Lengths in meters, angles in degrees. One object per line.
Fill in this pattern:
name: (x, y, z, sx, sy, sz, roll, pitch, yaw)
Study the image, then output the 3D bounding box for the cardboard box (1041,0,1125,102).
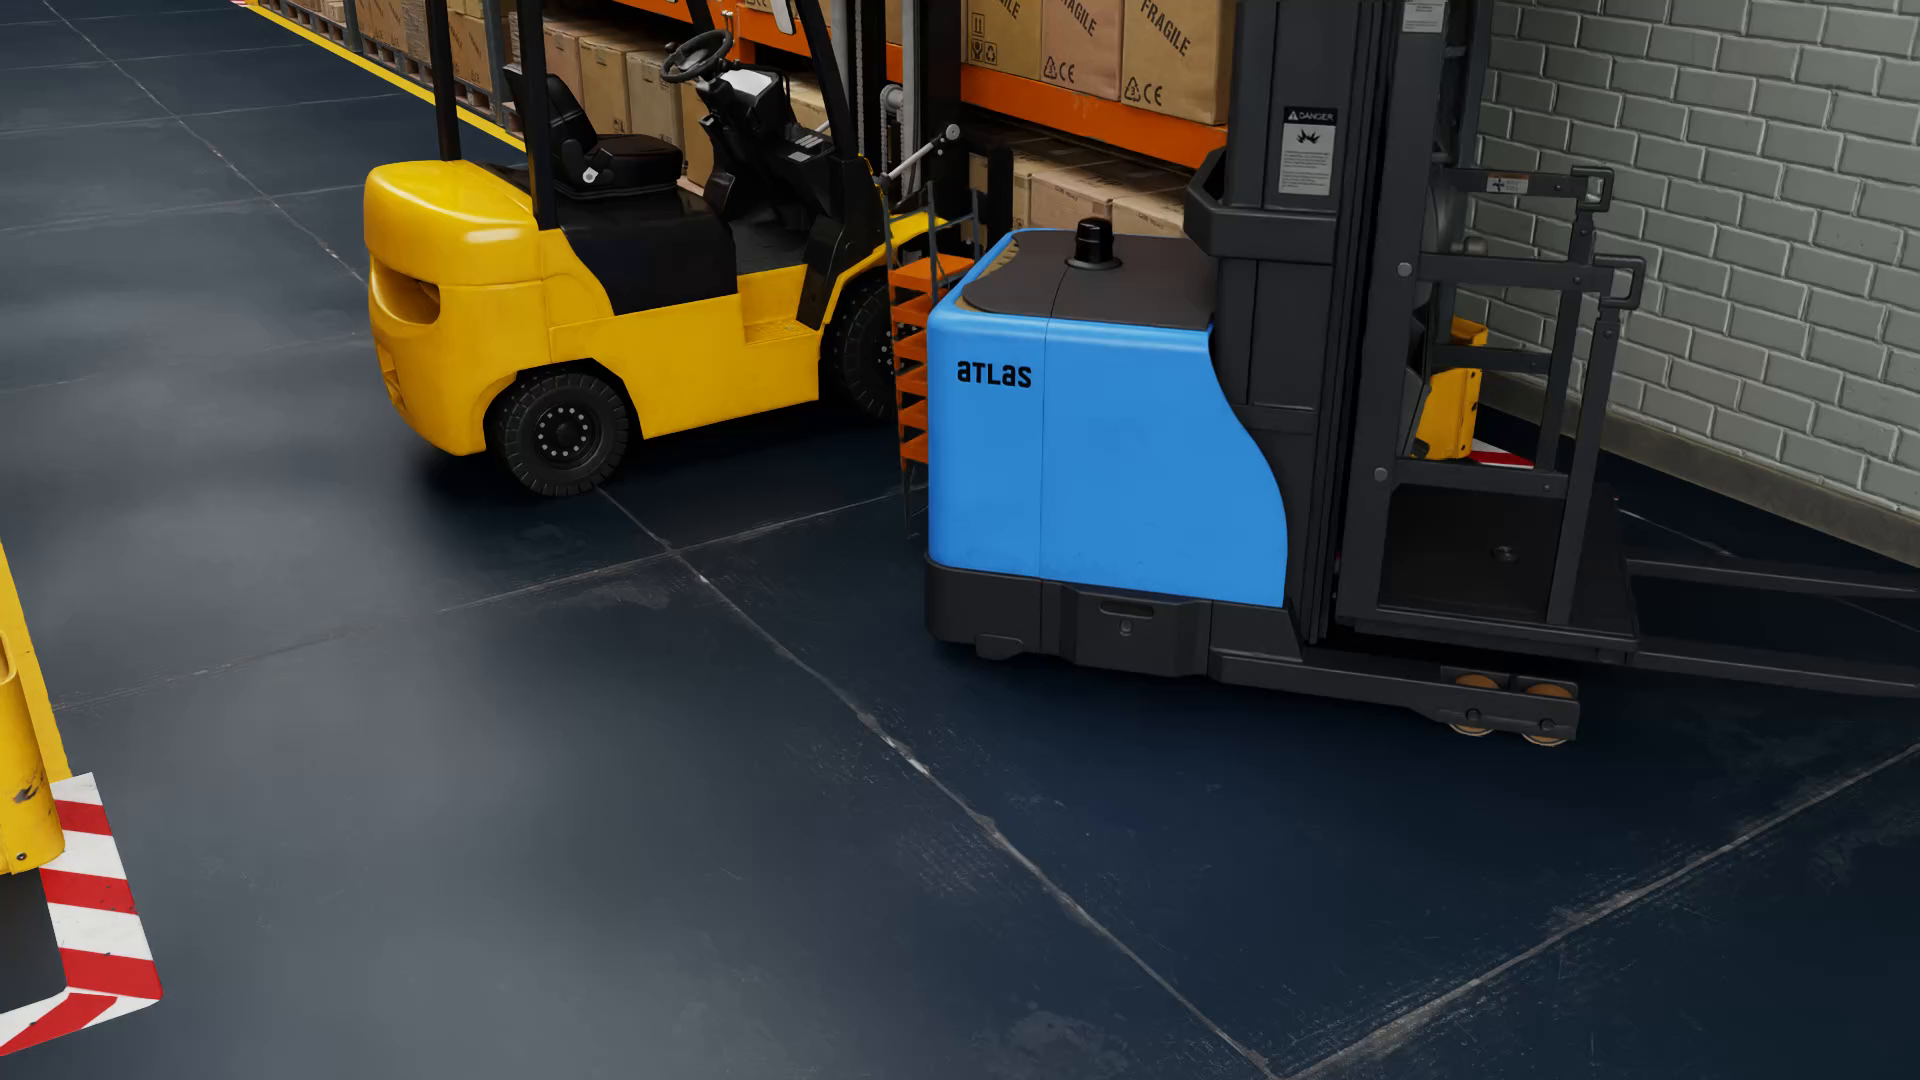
cardboard box: (0.656, -1.978, 6.310, 0.500, 0.500, 0.500, -15, 29, -28)

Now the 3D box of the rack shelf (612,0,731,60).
rack shelf: (-1.855, -3.451, 10.390, 1.077, 0.370, 4.000, -16, 29, -30)

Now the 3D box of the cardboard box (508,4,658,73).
cardboard box: (-2.618, -3.382, 11.690, 0.875, 0.625, 0.625, -15, 29, -28)

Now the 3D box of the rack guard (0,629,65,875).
rack guard: (-2.778, 0.631, 3.828, 1.175, 0.500, 0.348, -16, 29, -30)

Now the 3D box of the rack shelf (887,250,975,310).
rack shelf: (-0.082, -0.842, 5.372, 0.180, 0.103, 0.258, 17, 33, 35)

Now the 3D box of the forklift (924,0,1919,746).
forklift: (1.469, -1.014, 4.464, 3.031, 2.935, 1.130, 7, 26, 14)

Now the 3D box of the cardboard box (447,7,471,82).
cardboard box: (-3.623, -3.834, 12.794, 0.500, 0.500, 0.500, -16, 30, -30)

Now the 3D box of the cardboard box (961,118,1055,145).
cardboard box: (0.070, -1.664, 7.318, 0.500, 0.250, 0.500, -16, 30, -31)

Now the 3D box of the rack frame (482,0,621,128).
rack frame: (-2.947, -4.492, 11.752, 1.000, 3.000, 0.127, -16, 29, -30)

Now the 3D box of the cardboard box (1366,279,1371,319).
cardboard box: (1.337, -1.020, 6.540, 0.500, 0.250, 0.500, -15, 29, -29)

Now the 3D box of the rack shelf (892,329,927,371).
rack shelf: (-0.070, -0.627, 5.478, 0.180, 0.103, 0.258, 17, 33, 35)

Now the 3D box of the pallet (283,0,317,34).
pallet: (-6.175, -5.344, 16.824, 1.003, 0.211, 1.213, -16, 29, -30)

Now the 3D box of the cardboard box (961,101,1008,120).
cardboard box: (0.221, -1.967, 7.961, 0.500, 0.250, 0.500, -15, 29, -29)

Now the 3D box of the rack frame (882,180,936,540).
rack frame: (-0.138, -0.582, 5.564, 0.006, 1.200, 0.240, 17, 33, 35)

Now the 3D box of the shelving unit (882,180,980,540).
shelving unit: (-0.066, -0.560, 5.511, 0.189, 1.200, 0.258, 17, 33, 35)

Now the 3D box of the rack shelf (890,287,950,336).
rack shelf: (-0.076, -0.735, 5.425, 0.180, 0.103, 0.258, 17, 33, 35)

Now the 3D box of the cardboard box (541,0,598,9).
cardboard box: (-2.971, -4.104, 12.606, 0.380, 0.149, 0.250, -14, 29, -27)

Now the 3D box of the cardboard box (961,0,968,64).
cardboard box: (0.092, -2.339, 7.074, 0.500, 0.500, 0.500, -15, 29, -29)

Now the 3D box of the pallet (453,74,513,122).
pallet: (-3.323, -3.507, 12.931, 1.003, 0.211, 1.213, -16, 29, -30)

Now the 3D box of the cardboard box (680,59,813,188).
cardboard box: (-1.058, -2.361, 9.528, 0.875, 0.625, 0.625, -14, 29, -27)

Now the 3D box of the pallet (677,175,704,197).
pallet: (-1.198, -2.055, 9.855, 1.003, 0.211, 1.213, -16, 29, -30)

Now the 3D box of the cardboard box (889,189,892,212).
cardboard box: (-0.217, -1.627, 7.826, 0.500, 0.250, 0.500, -16, 30, -30)

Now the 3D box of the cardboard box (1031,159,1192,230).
cardboard box: (0.624, -1.303, 6.553, 0.500, 0.250, 0.500, -15, 29, -29)

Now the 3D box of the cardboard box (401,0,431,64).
cardboard box: (-4.210, -4.202, 13.574, 0.500, 0.500, 0.500, -17, 30, -31)

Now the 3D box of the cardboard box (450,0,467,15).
cardboard box: (-3.604, -4.053, 12.498, 0.380, 0.149, 0.250, -17, 30, -32)

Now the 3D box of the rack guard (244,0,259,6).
rack guard: (-7.273, -6.196, 18.289, 1.175, 0.500, 0.348, -16, 29, -30)

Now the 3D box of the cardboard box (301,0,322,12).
cardboard box: (-6.059, -5.486, 16.294, 0.700, 0.500, 0.500, -17, 30, -31)

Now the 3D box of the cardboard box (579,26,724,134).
cardboard box: (-1.887, -2.909, 10.689, 0.875, 0.625, 0.625, -17, 30, -32)

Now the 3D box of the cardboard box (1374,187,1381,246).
cardboard box: (1.316, -1.245, 6.432, 0.500, 0.250, 0.500, -16, 30, -30)

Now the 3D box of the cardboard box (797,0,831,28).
cardboard box: (-0.442, -2.705, 7.848, 0.500, 0.500, 0.500, -15, 29, -29)

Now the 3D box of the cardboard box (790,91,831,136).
cardboard box: (-0.492, -2.029, 8.091, 0.500, 0.250, 0.500, -15, 29, -29)

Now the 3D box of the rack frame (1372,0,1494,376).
rack frame: (1.420, -1.631, 5.690, 1.000, 3.000, 0.127, -16, 29, -30)

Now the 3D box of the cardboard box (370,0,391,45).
cardboard box: (-4.756, -4.569, 14.350, 0.500, 0.500, 0.500, -16, 30, -30)

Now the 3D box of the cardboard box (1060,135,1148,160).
cardboard box: (0.776, -1.605, 7.193, 0.500, 0.250, 0.500, -16, 30, -30)

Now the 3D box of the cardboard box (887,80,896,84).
cardboard box: (-0.333, -2.329, 8.728, 0.500, 0.250, 0.500, -15, 29, -29)

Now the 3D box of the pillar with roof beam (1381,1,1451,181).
pillar with roof beam: (-1.812, -3.799, 3.257, 9.100, 9.000, 0.400, -16, 29, -30)

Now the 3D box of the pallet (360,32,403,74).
pallet: (-4.655, -4.380, 14.780, 1.003, 0.211, 1.213, -16, 29, -30)

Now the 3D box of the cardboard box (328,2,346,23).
cardboard box: (-5.681, -4.954, 15.579, 0.380, 0.149, 0.250, -17, 30, -31)
